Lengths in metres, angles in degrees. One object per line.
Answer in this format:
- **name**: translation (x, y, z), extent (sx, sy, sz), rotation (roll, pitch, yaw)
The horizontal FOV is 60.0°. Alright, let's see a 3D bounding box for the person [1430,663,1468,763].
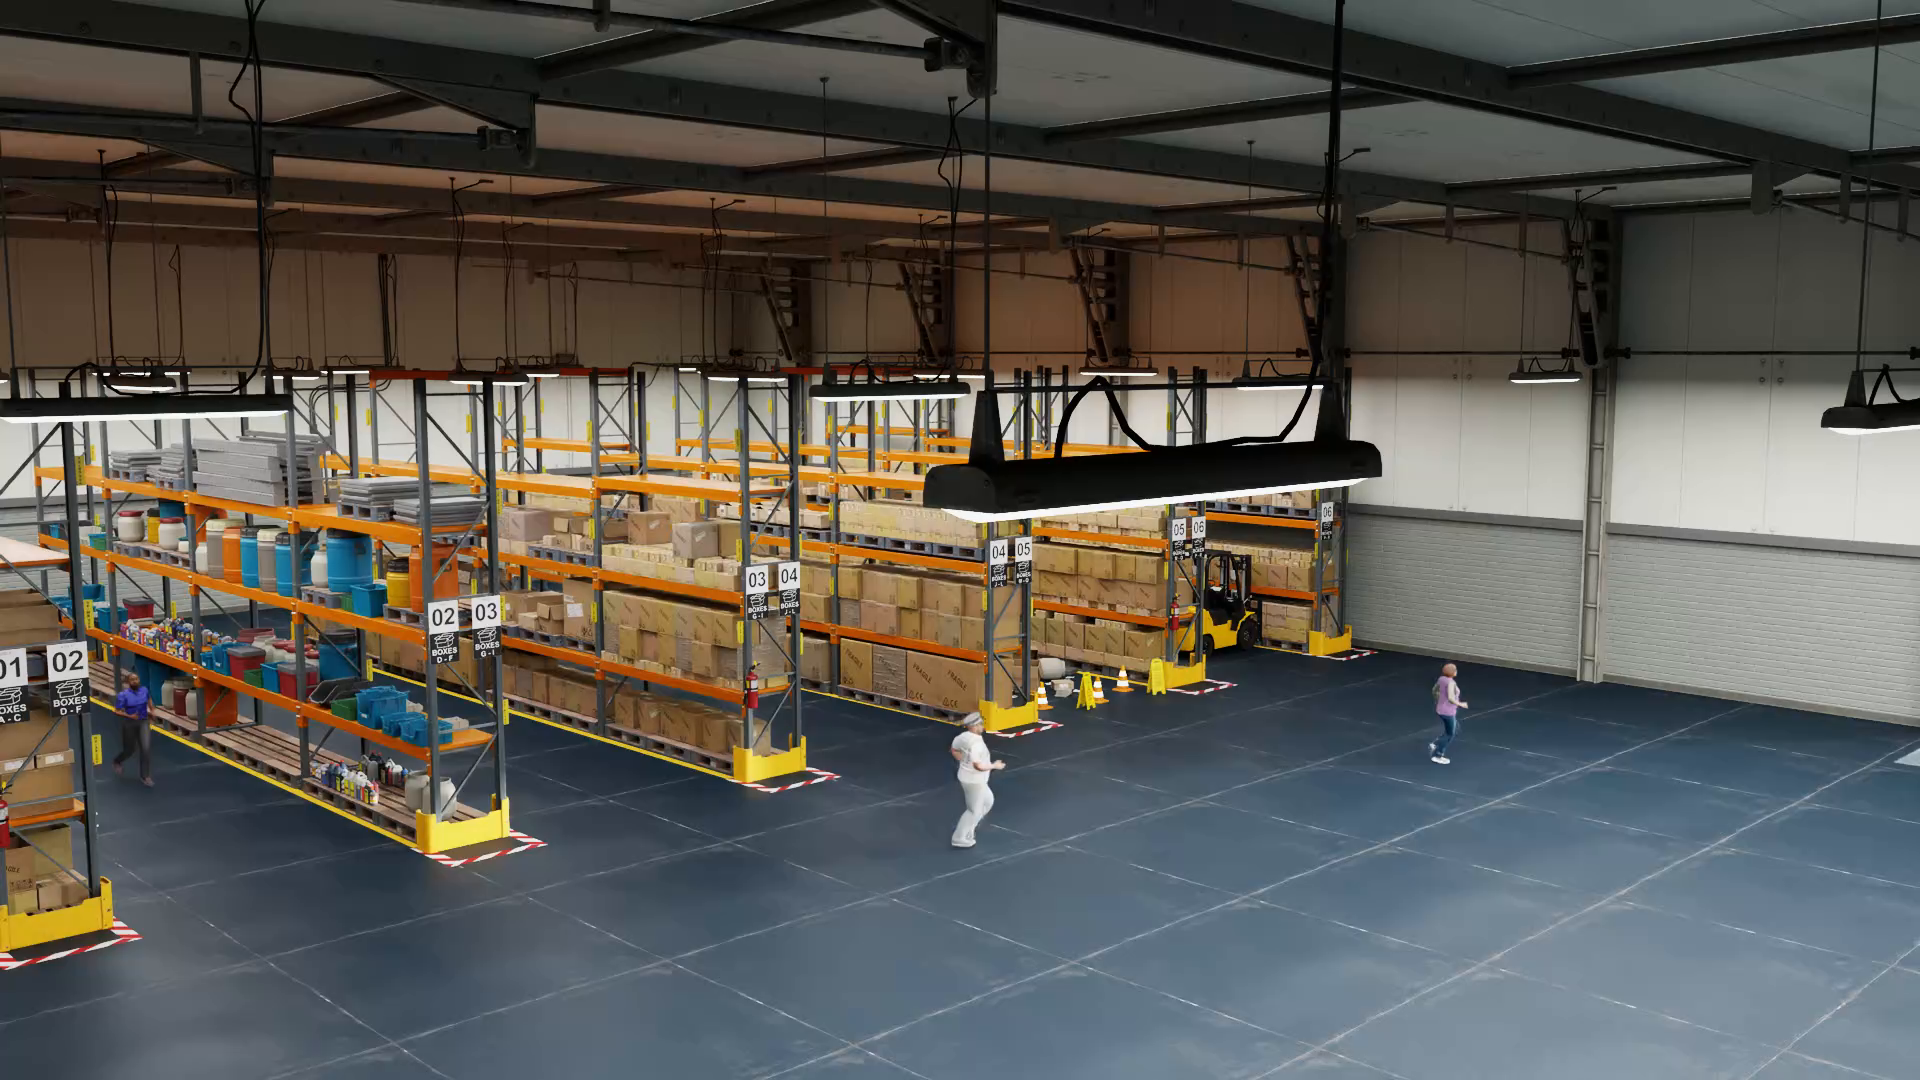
- **person**: translation (7.540, 2.667, 25.610), extent (0.517, 1.565, 0.541), rotation (0, 6, 0)

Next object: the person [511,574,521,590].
- **person**: translation (-10.771, 0.895, 40.651), extent (0.693, 1.693, 0.583), rotation (4, 8, 34)

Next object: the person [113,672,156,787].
- **person**: translation (-12.162, 2.758, 24.508), extent (0.918, 1.664, 0.589), rotation (6, 9, 43)

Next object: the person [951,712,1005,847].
- **person**: translation (0.217, 3.070, 21.260), extent (0.691, 1.785, 0.639), rotation (-2, 7, -13)
